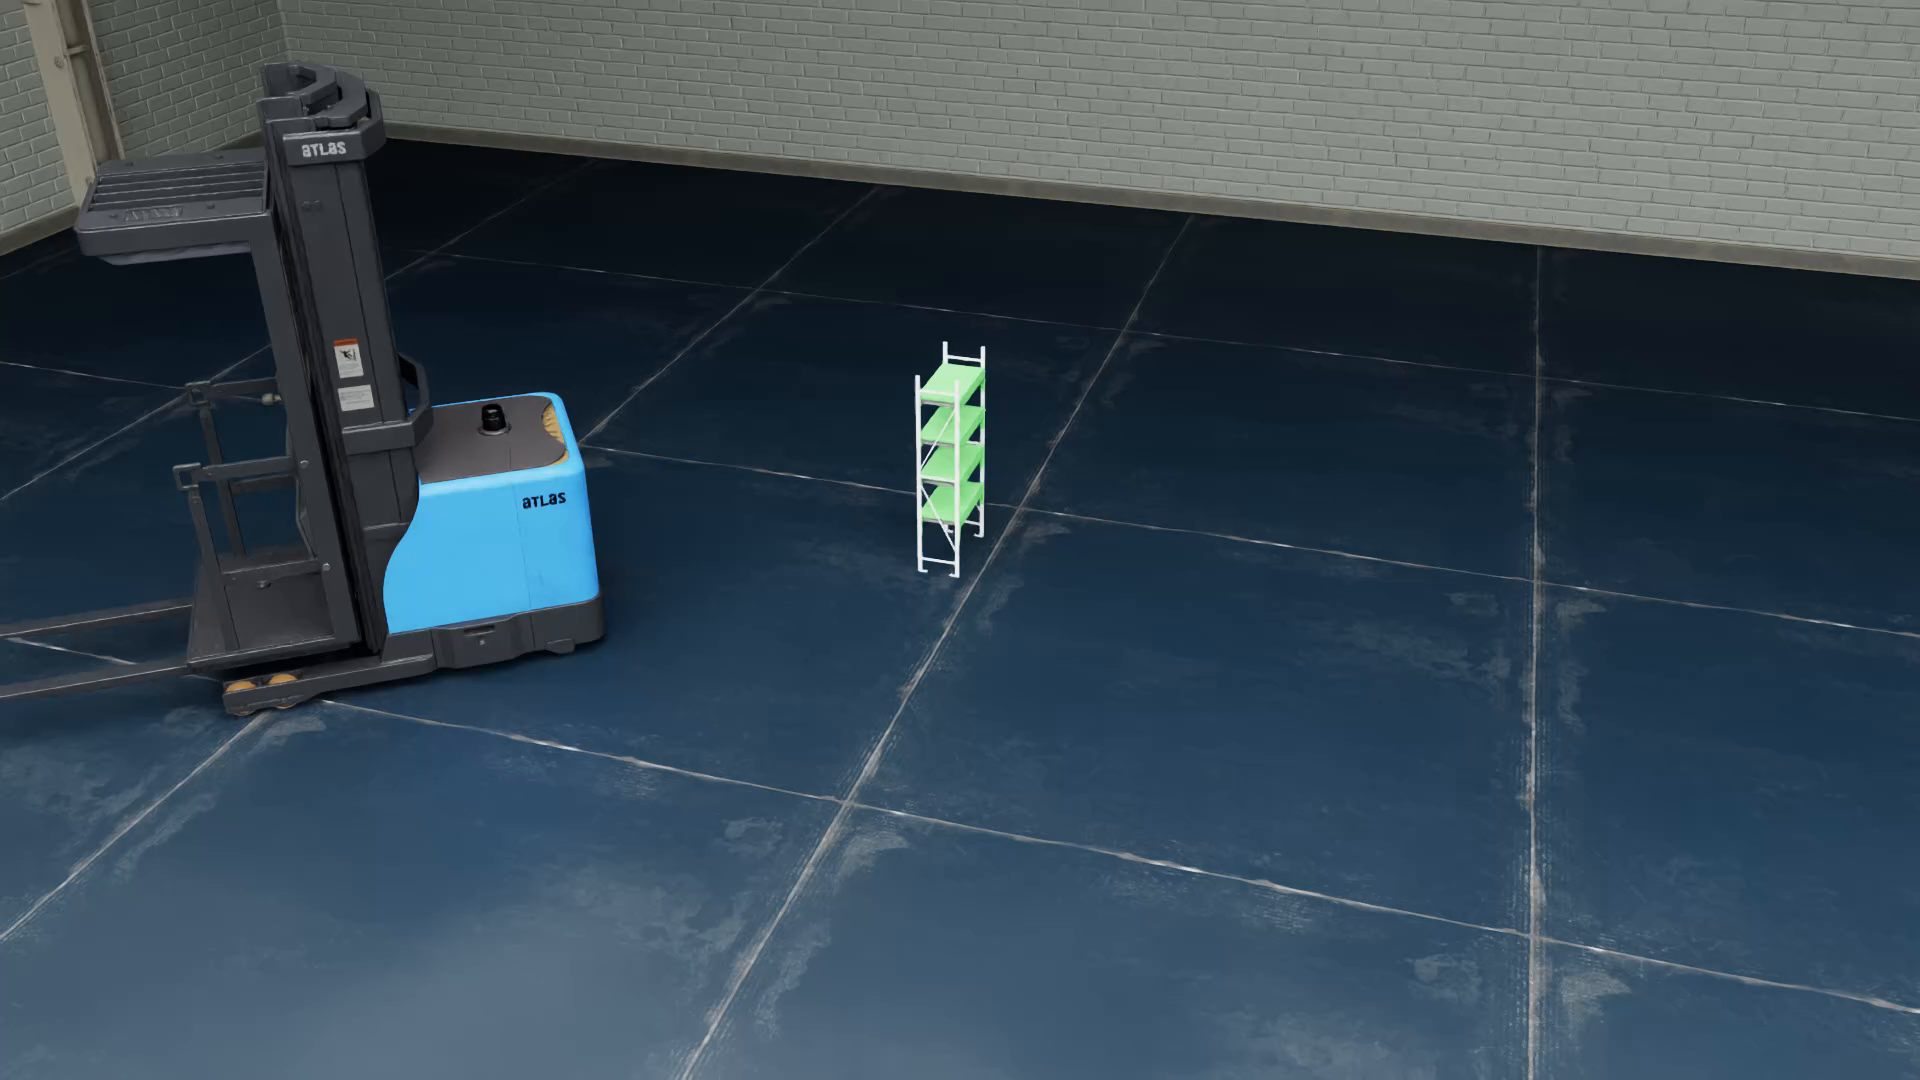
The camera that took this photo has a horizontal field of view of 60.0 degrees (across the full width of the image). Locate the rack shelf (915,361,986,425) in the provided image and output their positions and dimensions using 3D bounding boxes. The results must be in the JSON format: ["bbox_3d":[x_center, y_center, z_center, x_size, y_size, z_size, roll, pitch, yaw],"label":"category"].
[{"bbox_3d":[-0.049,-0.811,9.118,0.258,0.148,0.480,8,30,15],"label":"rack shelf"}]

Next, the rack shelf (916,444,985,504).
[{"bbox_3d":[-0.049,-0.392,9.351,0.258,0.148,0.480,8,30,15],"label":"rack shelf"}]

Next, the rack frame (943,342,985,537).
[{"bbox_3d":[0.023,-0.561,9.524,0.240,1.200,0.015,8,30,15],"label":"rack frame"}]

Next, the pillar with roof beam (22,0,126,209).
[{"bbox_3d":[-3.550,-6.236,11.703,9.100,9.000,0.400,8,30,15],"label":"pillar with roof beam"}]

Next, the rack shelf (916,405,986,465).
[{"bbox_3d":[-0.049,-0.601,9.234,0.258,0.148,0.480,8,30,15],"label":"rack shelf"}]

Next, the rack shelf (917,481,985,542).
[{"bbox_3d":[-0.049,-0.182,9.468,0.258,0.148,0.480,8,30,15],"label":"rack shelf"}]

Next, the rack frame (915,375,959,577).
[{"bbox_3d":[-0.120,-0.334,9.116,0.240,1.200,0.015,8,30,15],"label":"rack frame"}]

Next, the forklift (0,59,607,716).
[{"bbox_3d":[-3.432,-0.705,8.002,3.031,2.935,1.130,-10,30,-17],"label":"forklift"}]

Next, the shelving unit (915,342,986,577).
[{"bbox_3d":[-0.049,-0.447,9.320,0.258,1.200,0.503,8,30,15],"label":"shelving unit"}]
